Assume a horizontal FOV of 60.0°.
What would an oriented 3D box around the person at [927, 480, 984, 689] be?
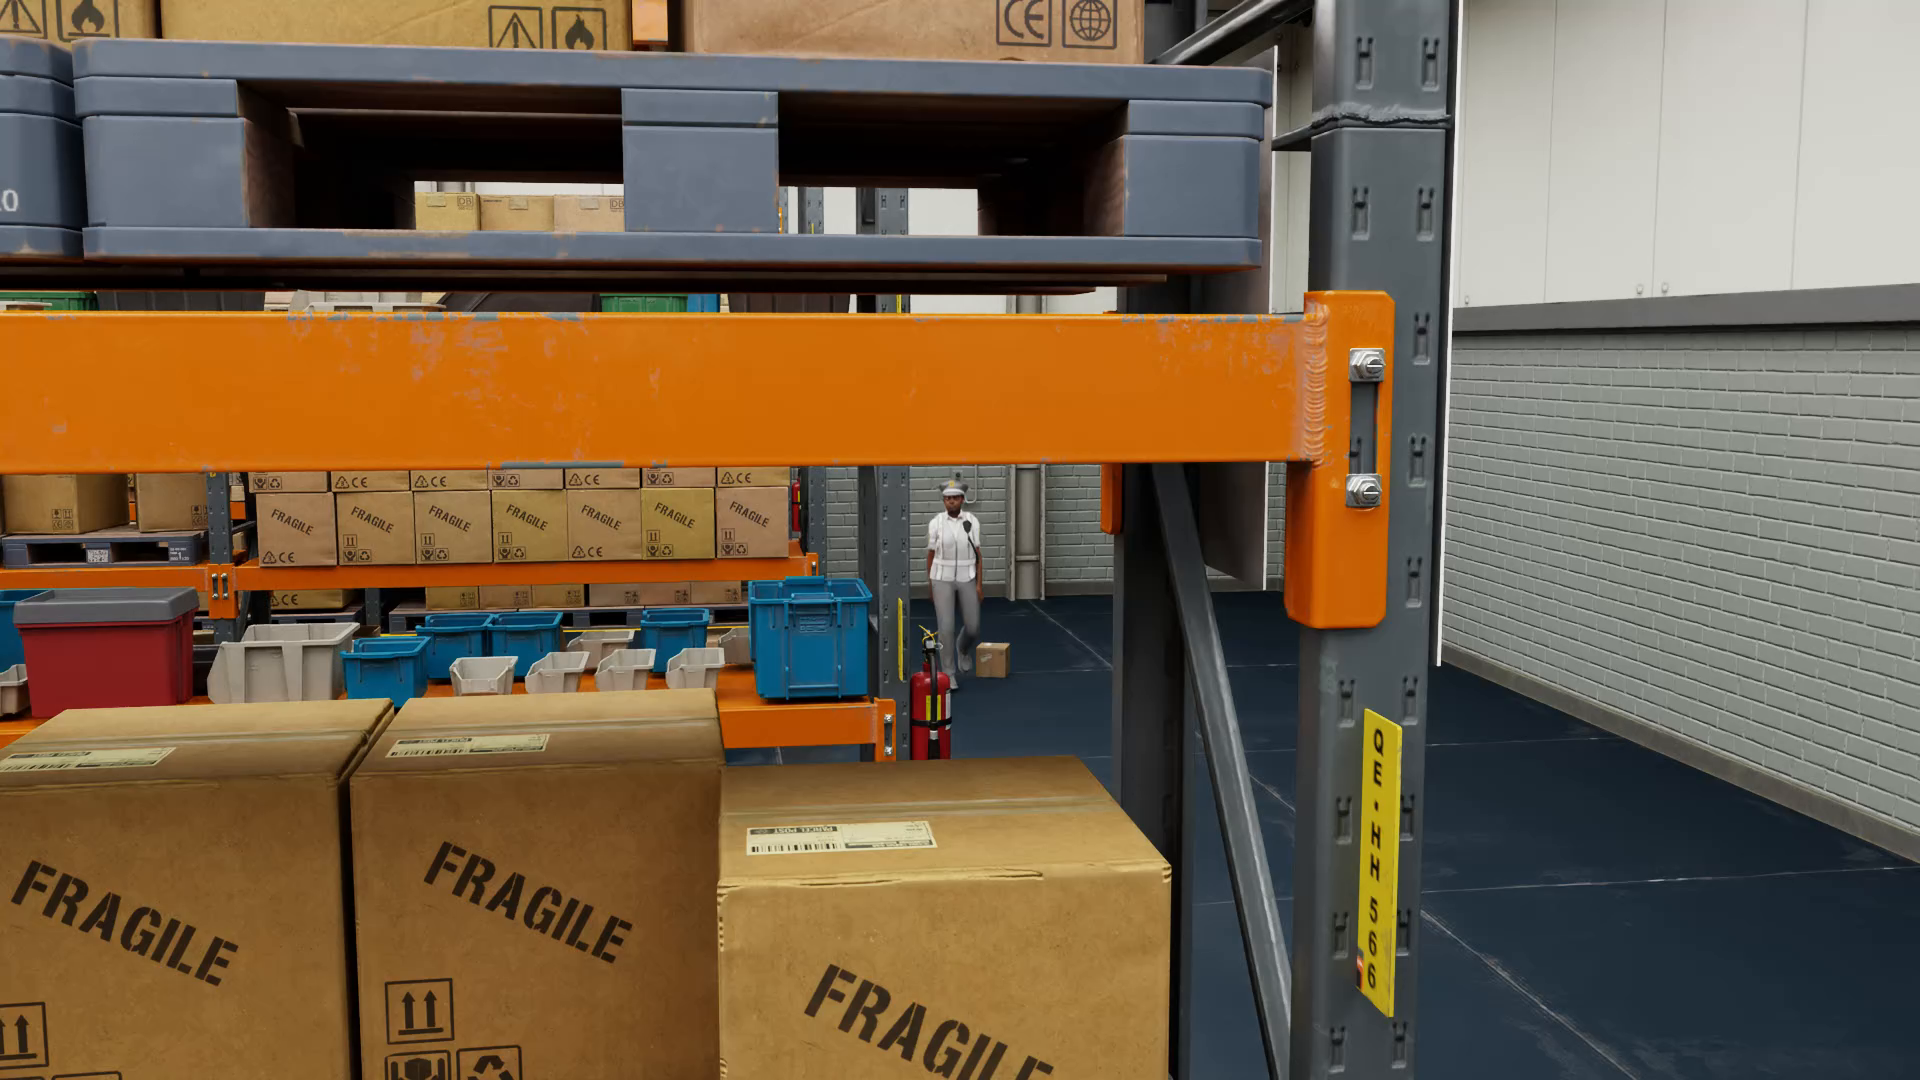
[{"bbox_3d":[-4.419,0.727,9.663,10.037,1.809,7.304,-1,7,-6],"label":"person"}]
